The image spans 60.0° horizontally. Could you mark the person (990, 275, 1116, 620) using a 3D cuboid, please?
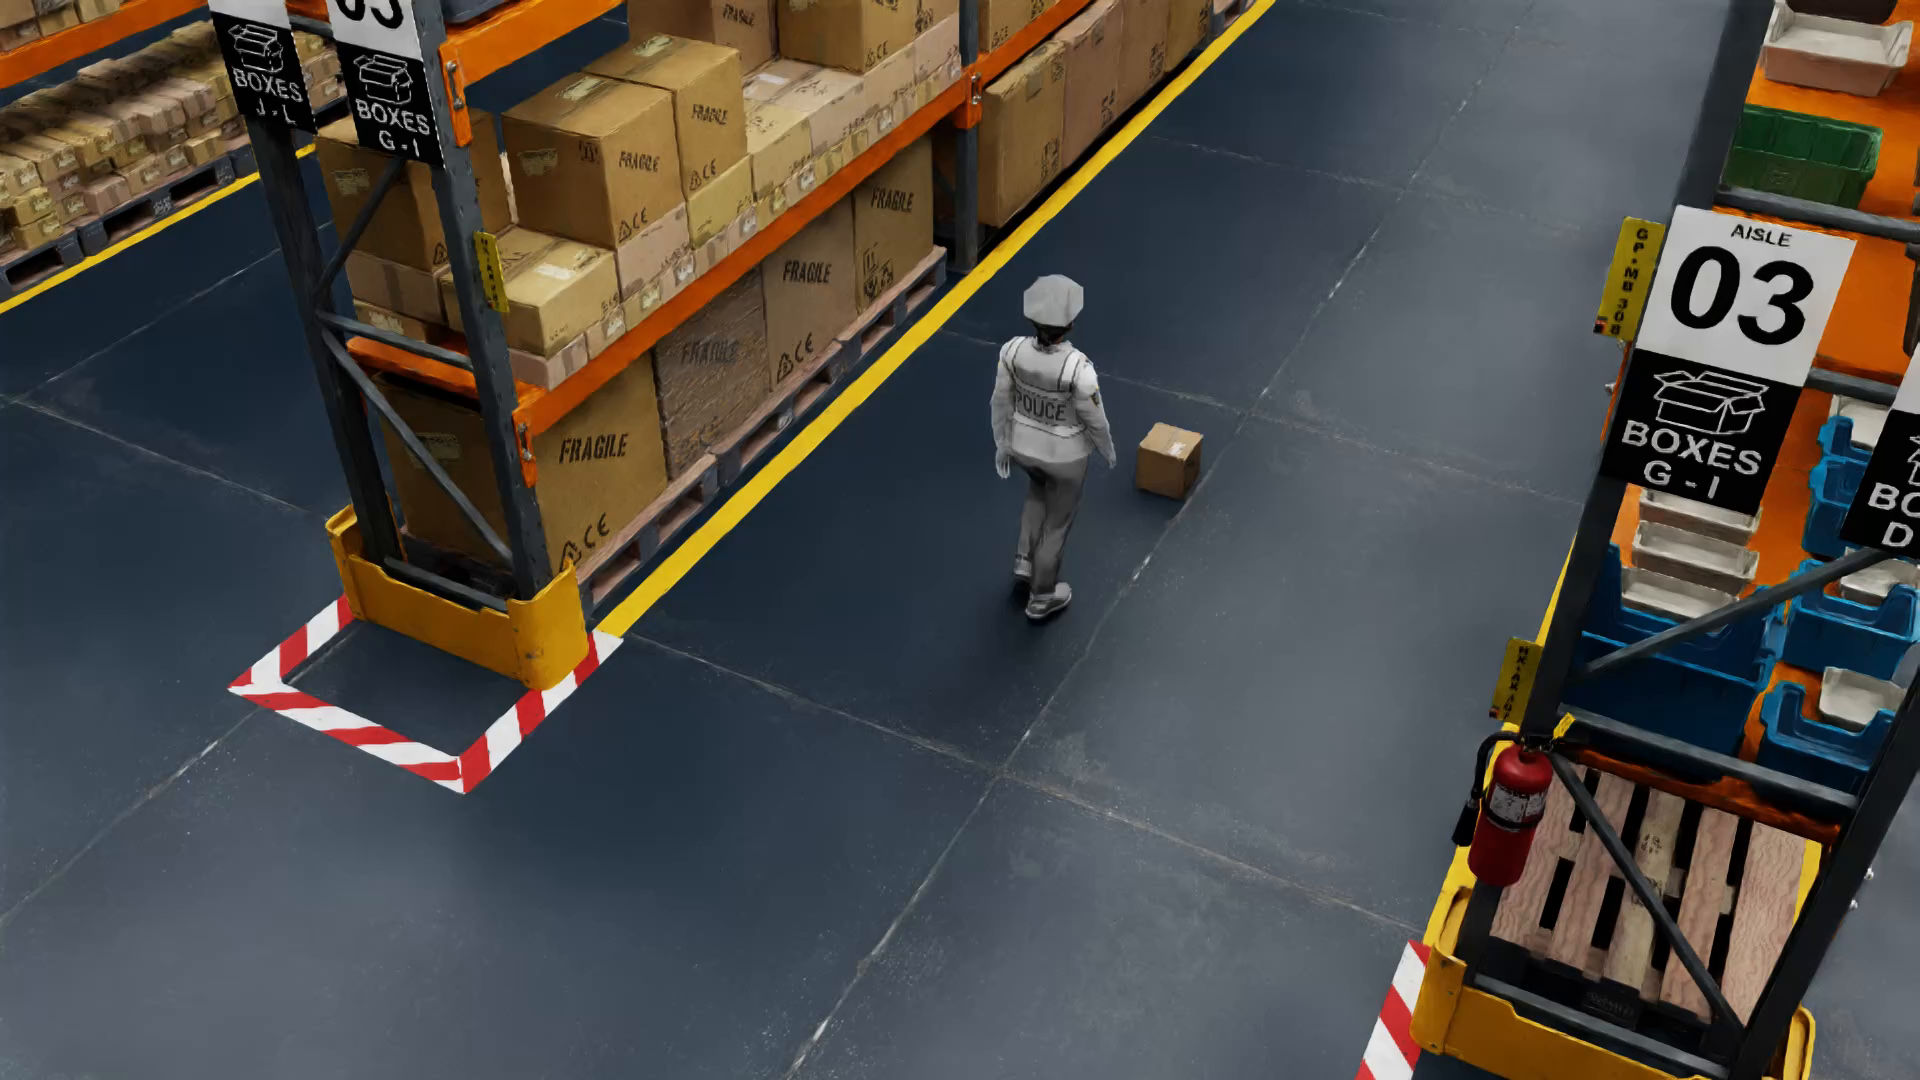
[{"bbox_3d":[0.412,-0.387,7.209,0.501,1.726,0.449,24,44,27],"label":"person"}]
